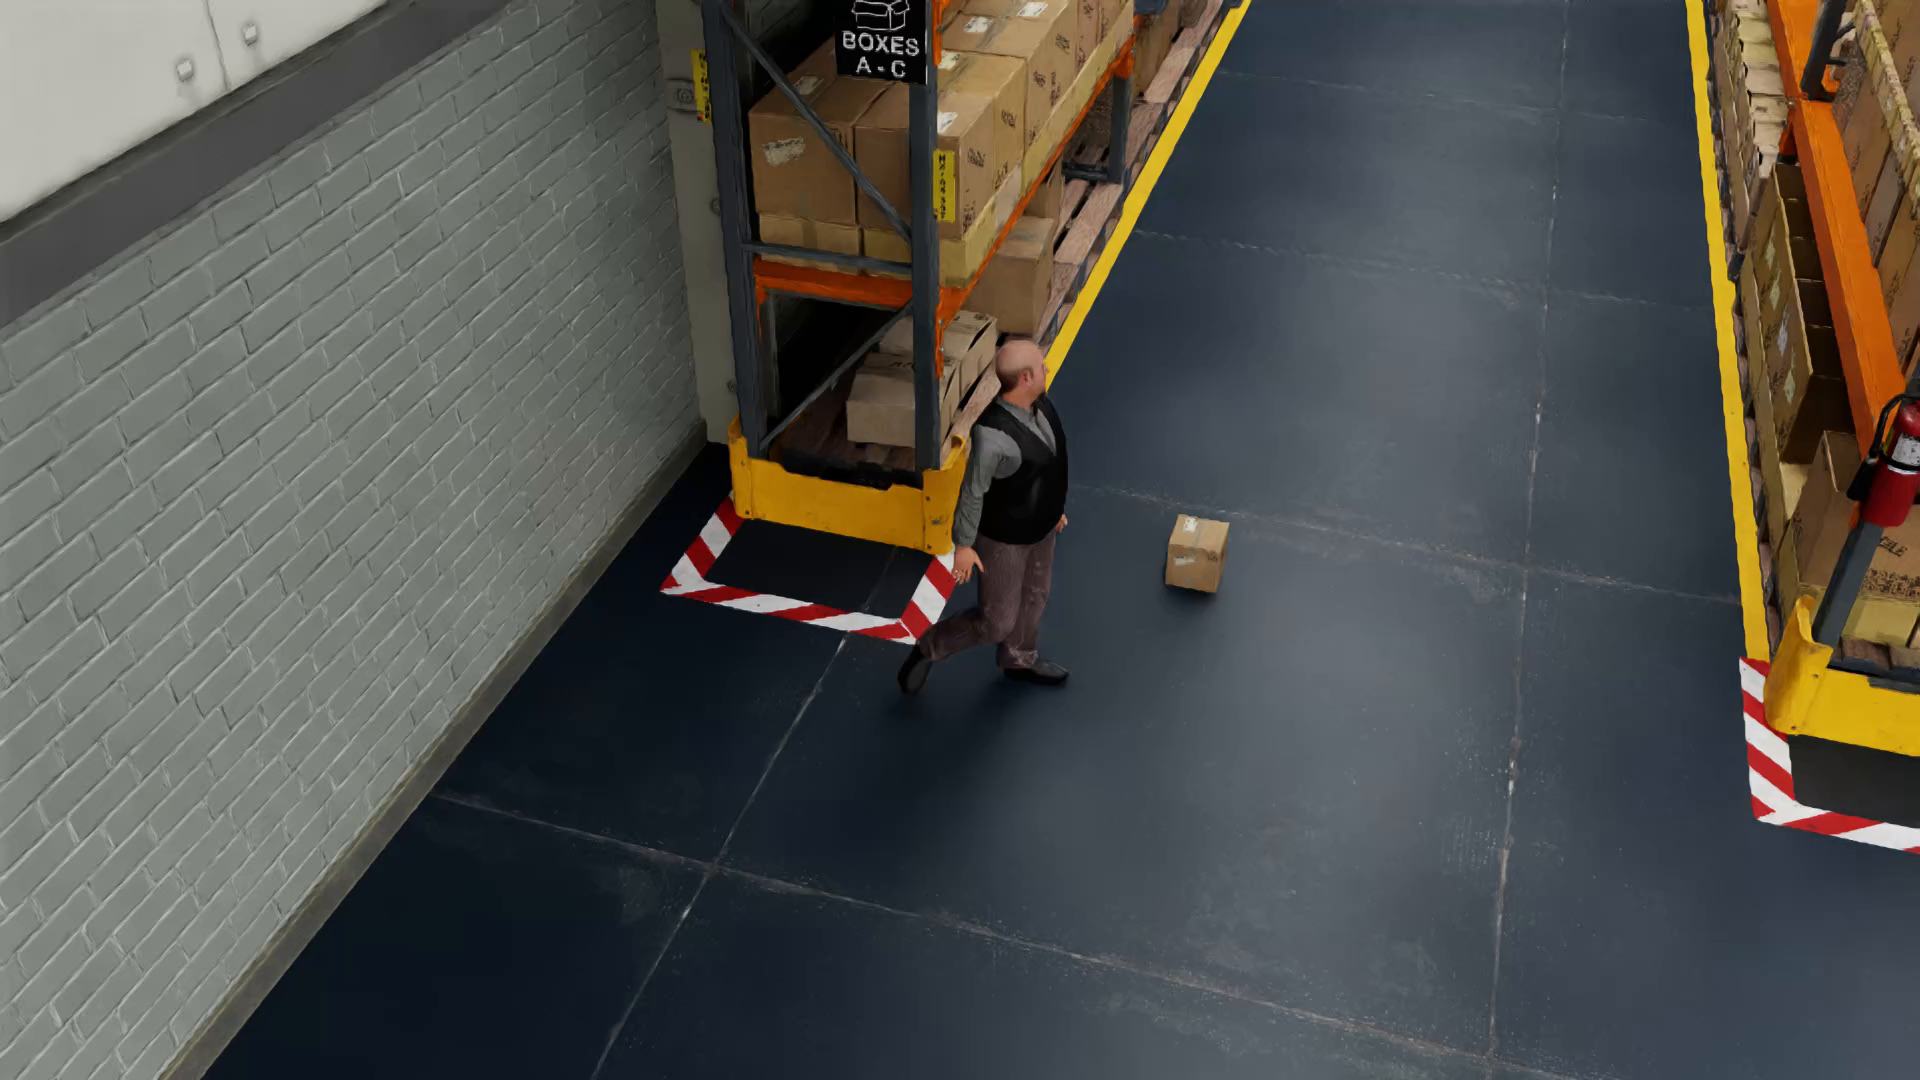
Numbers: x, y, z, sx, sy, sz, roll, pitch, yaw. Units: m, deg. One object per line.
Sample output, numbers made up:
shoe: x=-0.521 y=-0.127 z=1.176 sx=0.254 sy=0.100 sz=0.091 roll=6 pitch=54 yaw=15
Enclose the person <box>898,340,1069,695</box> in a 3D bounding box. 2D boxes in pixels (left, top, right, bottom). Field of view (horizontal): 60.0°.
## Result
person: x=0.128 y=-0.045 z=6.977 sx=0.612 sy=1.721 sz=0.722 roll=19 pitch=41 yaw=23
